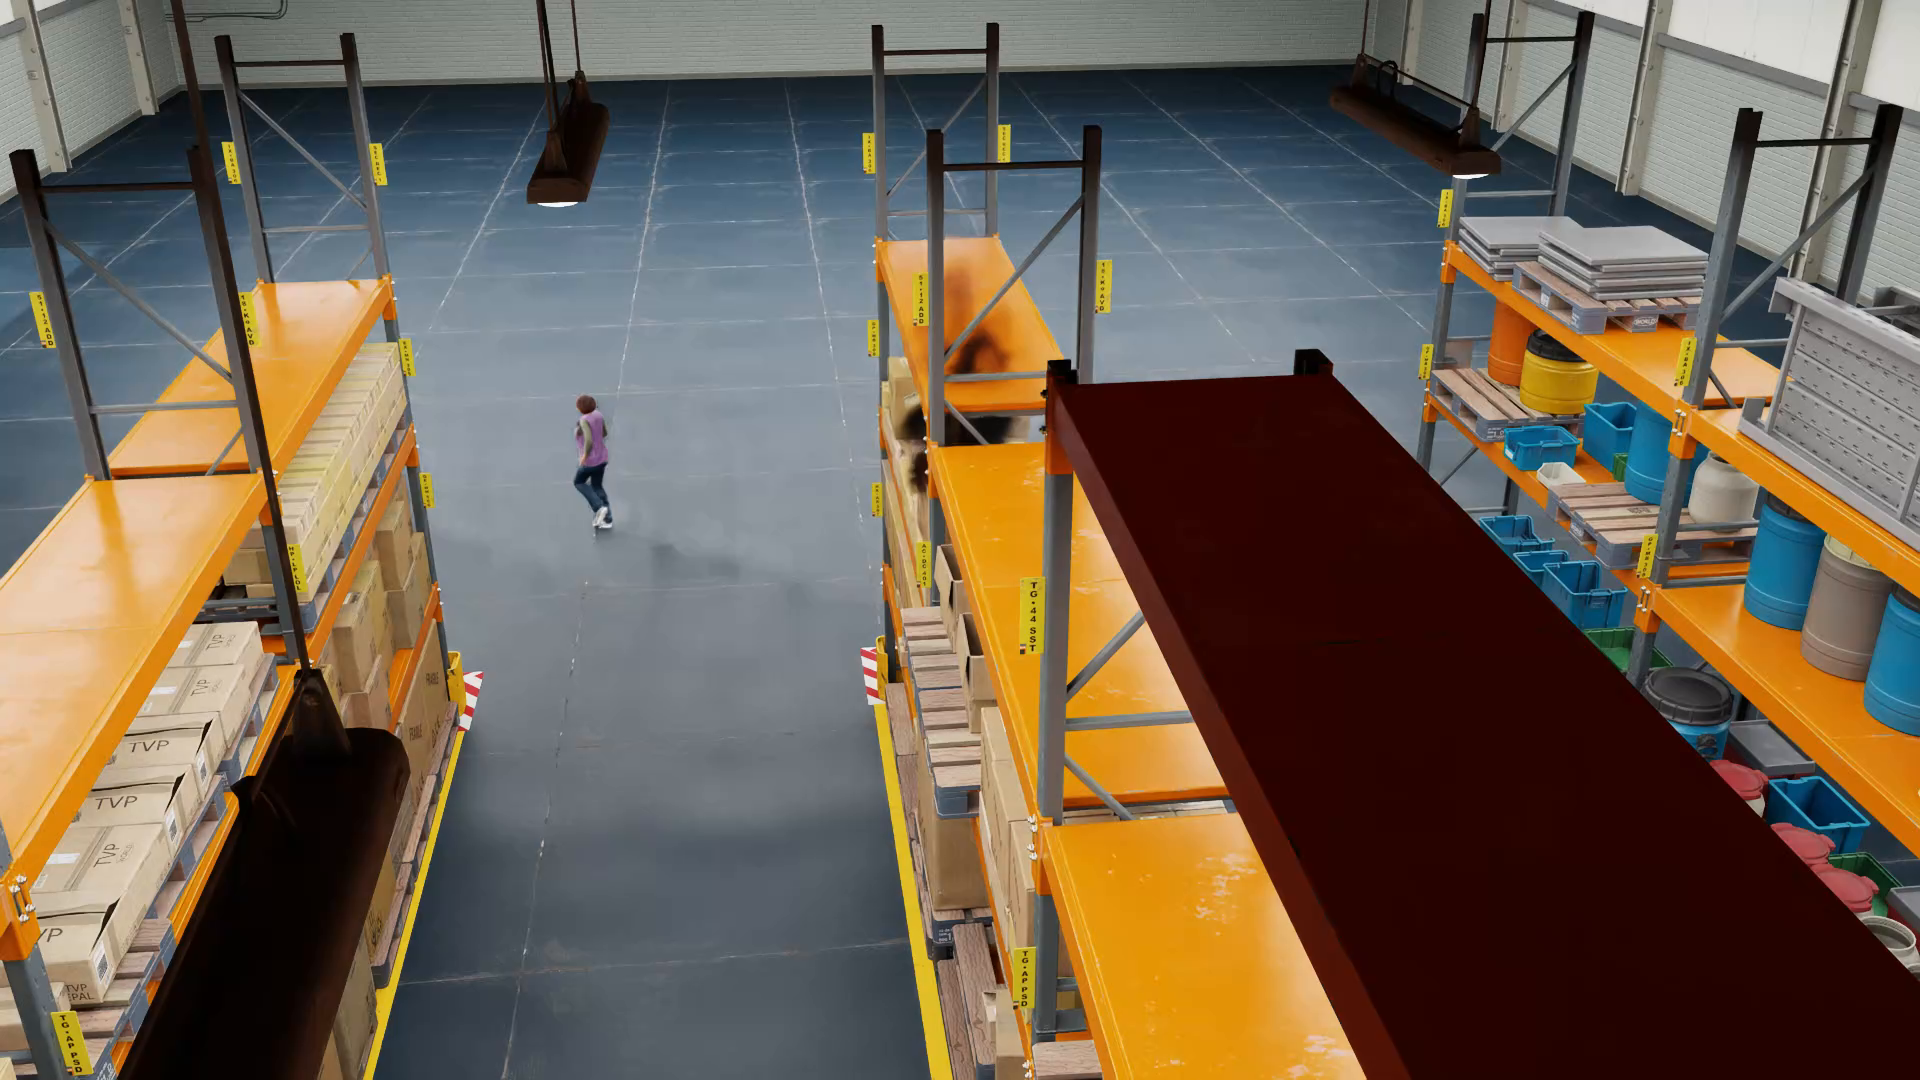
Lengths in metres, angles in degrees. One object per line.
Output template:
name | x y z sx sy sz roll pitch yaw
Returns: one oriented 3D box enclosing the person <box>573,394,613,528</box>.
person | -4.135 -0.895 18.566 0.542 1.564 0.518 13 28 25
